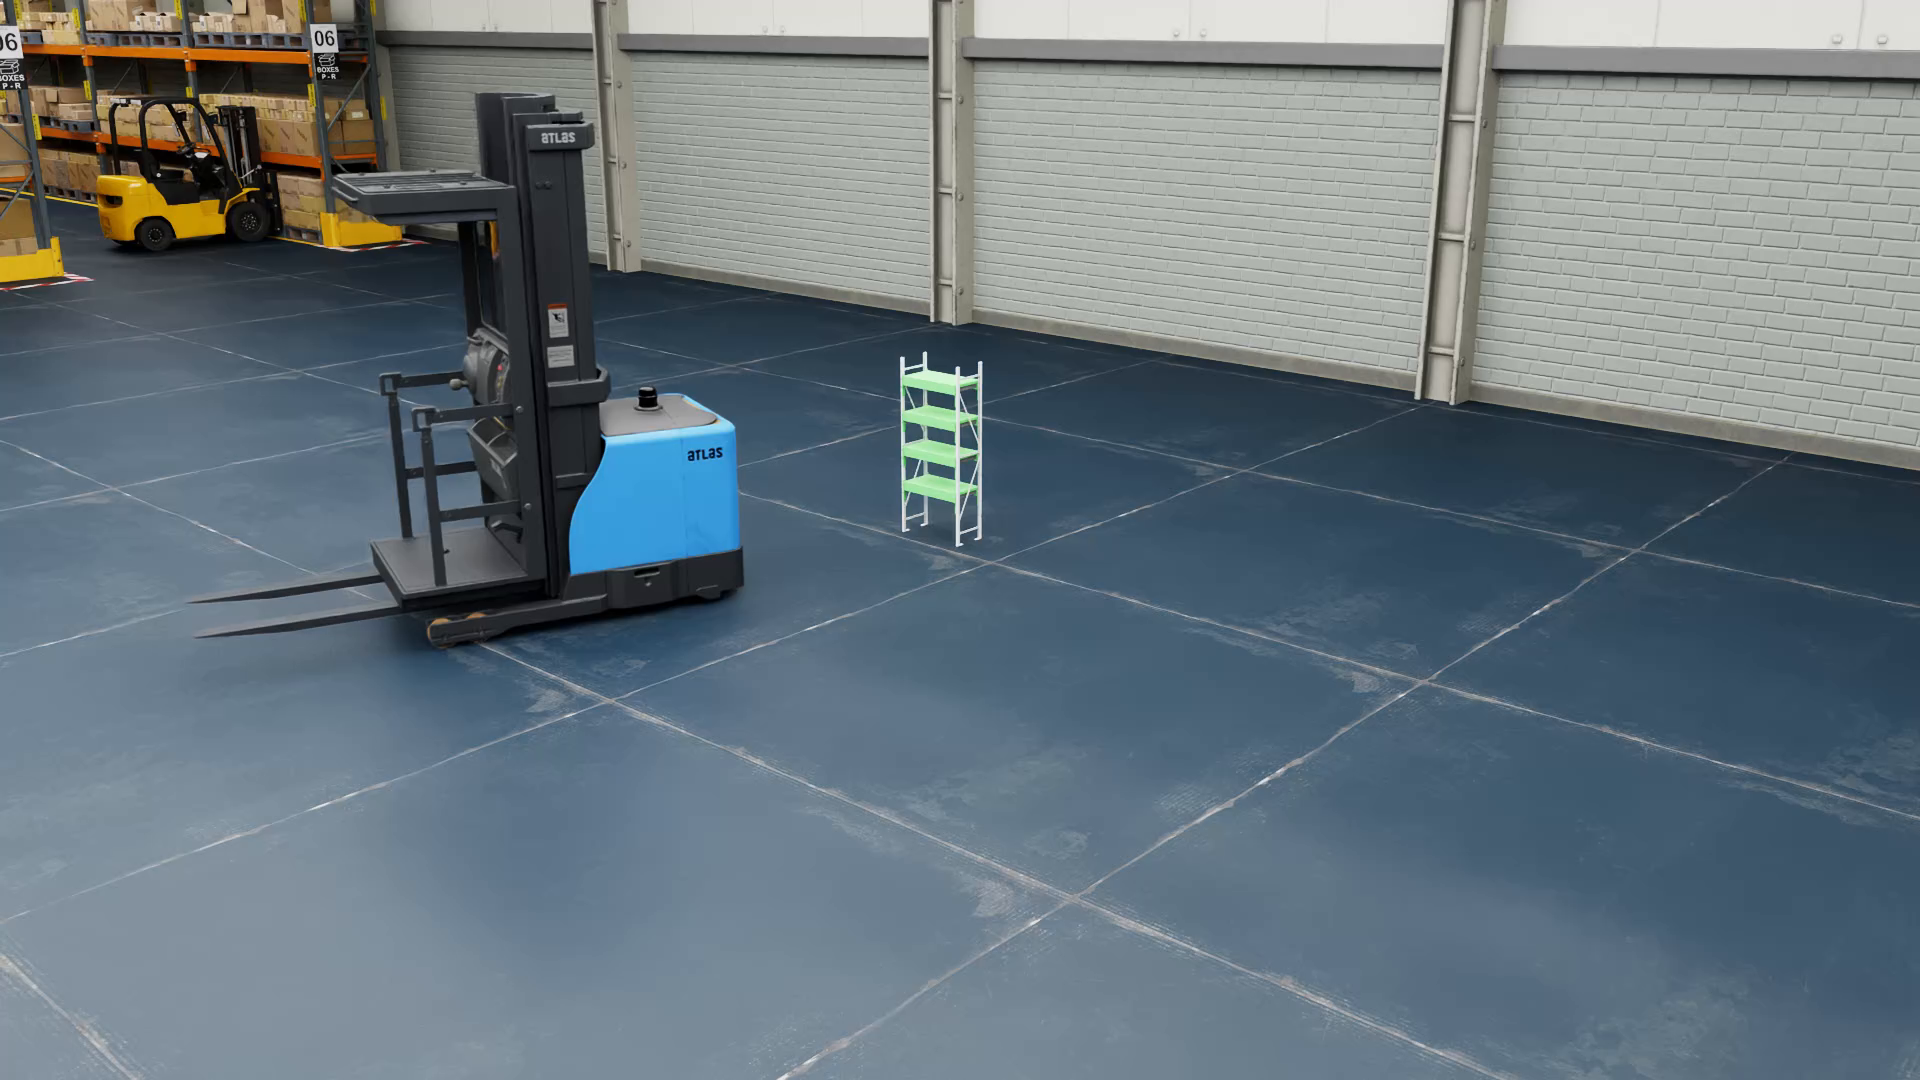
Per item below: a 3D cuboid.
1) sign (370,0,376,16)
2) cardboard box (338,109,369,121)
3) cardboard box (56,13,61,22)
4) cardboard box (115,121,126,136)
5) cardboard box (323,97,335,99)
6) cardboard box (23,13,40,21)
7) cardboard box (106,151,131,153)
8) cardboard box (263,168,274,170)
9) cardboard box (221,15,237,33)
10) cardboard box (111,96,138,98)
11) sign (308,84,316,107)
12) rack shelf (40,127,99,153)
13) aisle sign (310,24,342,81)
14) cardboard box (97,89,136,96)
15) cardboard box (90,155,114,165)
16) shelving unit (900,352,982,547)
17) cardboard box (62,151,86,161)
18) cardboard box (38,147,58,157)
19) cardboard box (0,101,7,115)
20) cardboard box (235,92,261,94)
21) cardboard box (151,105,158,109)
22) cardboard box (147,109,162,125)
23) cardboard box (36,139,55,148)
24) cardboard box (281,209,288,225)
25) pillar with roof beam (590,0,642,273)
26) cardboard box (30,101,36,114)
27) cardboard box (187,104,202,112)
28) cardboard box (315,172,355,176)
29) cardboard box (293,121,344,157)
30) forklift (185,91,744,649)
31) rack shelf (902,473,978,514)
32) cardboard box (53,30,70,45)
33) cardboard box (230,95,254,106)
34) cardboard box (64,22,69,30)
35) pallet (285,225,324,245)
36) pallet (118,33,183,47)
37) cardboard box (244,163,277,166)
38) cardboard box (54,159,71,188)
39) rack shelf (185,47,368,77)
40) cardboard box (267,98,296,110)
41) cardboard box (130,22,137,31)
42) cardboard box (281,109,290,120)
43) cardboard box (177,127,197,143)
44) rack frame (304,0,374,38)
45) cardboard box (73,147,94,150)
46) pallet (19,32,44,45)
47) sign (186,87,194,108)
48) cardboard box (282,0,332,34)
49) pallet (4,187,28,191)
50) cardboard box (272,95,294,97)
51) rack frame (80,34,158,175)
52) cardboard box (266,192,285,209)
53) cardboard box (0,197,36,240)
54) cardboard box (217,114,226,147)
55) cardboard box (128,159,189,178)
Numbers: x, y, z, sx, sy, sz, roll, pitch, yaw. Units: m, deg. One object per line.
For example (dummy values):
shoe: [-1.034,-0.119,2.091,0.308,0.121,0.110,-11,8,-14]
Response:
sign: [-8.773,-7.994,24.807,0.005,0.325,0.100,15,23,39]
cardboard box: [-9.227,-6.469,25.299,0.250,0.149,0.380,14,23,38]
cardboard box: [-16.104,-9.463,30.110,0.250,0.149,0.380,15,23,38]
cardboard box: [-14.587,-7.274,29.320,0.500,0.250,0.500,14,23,38]
cardboard box: [-9.811,-6.763,25.733,0.250,0.149,0.380,15,23,40]
cardboard box: [-16.998,-9.639,30.632,0.250,0.149,0.380,15,23,40]
cardboard box: [-15.874,-7.252,31.369,0.250,0.149,0.380,14,22,37]
cardboard box: [-11.228,-5.784,26.578,0.500,0.250,0.500,16,24,41]
cardboard box: [-11.229,-8.035,25.876,0.258,0.266,0.396,14,23,38]
cardboard box: [-14.677,-7.719,29.237,0.250,0.149,0.380,16,24,41]
sign: [-9.516,-6.530,24.424,0.005,0.325,0.100,15,23,39]
rack shelf: [-16.625,-7.650,31.449,4.000,0.370,1.077,15,23,39]
aisle sign: [-9.292,-7.145,24.369,0.004,0.787,0.394,15,23,39]
cardboard box: [-15.410,-7.978,30.433,0.500,0.500,0.500,16,24,42]
cardboard box: [-15.667,-6.952,30.423,0.250,0.149,0.380,14,22,37]
shelving unit: [-0.124,-0.605,11.035,0.503,1.200,0.258,15,23,39]
cardboard box: [-16.640,-7.224,31.282,0.250,0.149,0.380,14,22,37]
cardboard box: [-17.571,-7.494,32.131,0.250,0.149,0.380,14,22,36]
cardboard box: [-18.664,-8.512,32.731,0.500,0.250,0.500,16,23,41]
cardboard box: [-11.698,-7.292,27.399,0.250,0.149,0.380,15,23,39]
cardboard box: [-13.516,-7.414,28.276,0.250,0.149,0.380,15,23,40]
cardboard box: [-13.443,-7.202,28.267,0.500,0.250,0.500,16,23,40]
cardboard box: [-17.803,-7.681,32.230,0.250,0.149,0.380,14,22,37]
cardboard box: [-10.441,-5.102,26.082,0.500,0.250,0.500,15,23,40]
pillar with roof beam: [-7.438,-7.010,18.324,0.400,9.000,9.100,15,23,39]
cardboard box: [-17.337,-8.165,31.409,0.258,0.266,0.396,17,24,42]
cardboard box: [-12.540,-7.164,27.488,0.250,0.149,0.380,16,24,41]
cardboard box: [-9.756,-5.591,25.967,0.500,0.250,0.500,15,23,39]
cardboard box: [-9.688,-6.073,25.122,0.500,0.500,0.500,14,23,38]
forklift: [-2.850,-0.976,9.342,3.031,2.935,1.130,-9,20,-26]
rack shelf: [-0.124,-0.315,11.127,0.480,0.148,0.258,15,23,39]
cardboard box: [-16.051,-9.099,30.113,0.500,0.250,0.500,15,23,39]
cardboard box: [-11.307,-6.954,26.335,0.250,0.149,0.380,15,23,38]
cardboard box: [-15.915,-9.272,29.998,0.250,0.149,0.380,16,23,40]
pallet: [-9.746,-4.801,25.889,1.213,0.211,1.003,15,23,39]
pallet: [-13.724,-8.592,28.578,1.213,0.211,1.003,16,24,42]
cardboard box: [-11.641,-6.100,27.571,0.500,0.250,0.500,16,23,40]
cardboard box: [-16.750,-6.944,31.472,0.500,0.500,0.500,14,22,37]
rack shelf: [-10.642,-7.474,25.934,4.000,0.370,1.077,15,23,39]
cardboard box: [-10.378,-6.691,25.508,0.250,0.149,0.380,16,23,41]
cardboard box: [-13.738,-8.653,28.017,0.250,0.149,0.380,15,23,39]
cardboard box: [-10.133,-6.511,25.433,0.250,0.149,0.380,15,23,39]
cardboard box: [-12.688,-6.759,27.699,0.500,0.250,0.500,16,23,40]
rack frame: [-9.146,-8.845,24.106,0.127,3.000,1.000,15,23,39]
cardboard box: [-16.887,-7.493,32.128,0.250,0.149,0.380,16,24,41]
pallet: [-16.902,-9.381,31.063,1.003,0.211,1.213,15,23,39]
sign: [-12.490,-7.178,26.988,0.005,0.325,0.100,15,23,39]
cardboard box: [-9.639,-7.744,24.572,0.500,0.500,0.500,16,24,41]
pallet: [-18.634,-7.204,33.462,1.213,0.211,1.003,15,23,39]
cardboard box: [-10.762,-7.027,26.566,0.250,0.149,0.380,15,23,39]
rack frame: [-15.129,-7.592,30.074,0.127,3.000,1.000,15,23,39]
cardboard box: [-10.485,-5.342,26.012,0.500,0.250,0.500,14,23,38]
cardboard box: [-12.876,-4.338,22.433,0.500,0.500,0.500,14,22,37]
cardboard box: [-11.578,-6.587,26.744,0.500,0.500,0.500,16,23,40]
cardboard box: [-14.178,-6.402,29.558,0.625,0.625,0.875,16,24,41]
